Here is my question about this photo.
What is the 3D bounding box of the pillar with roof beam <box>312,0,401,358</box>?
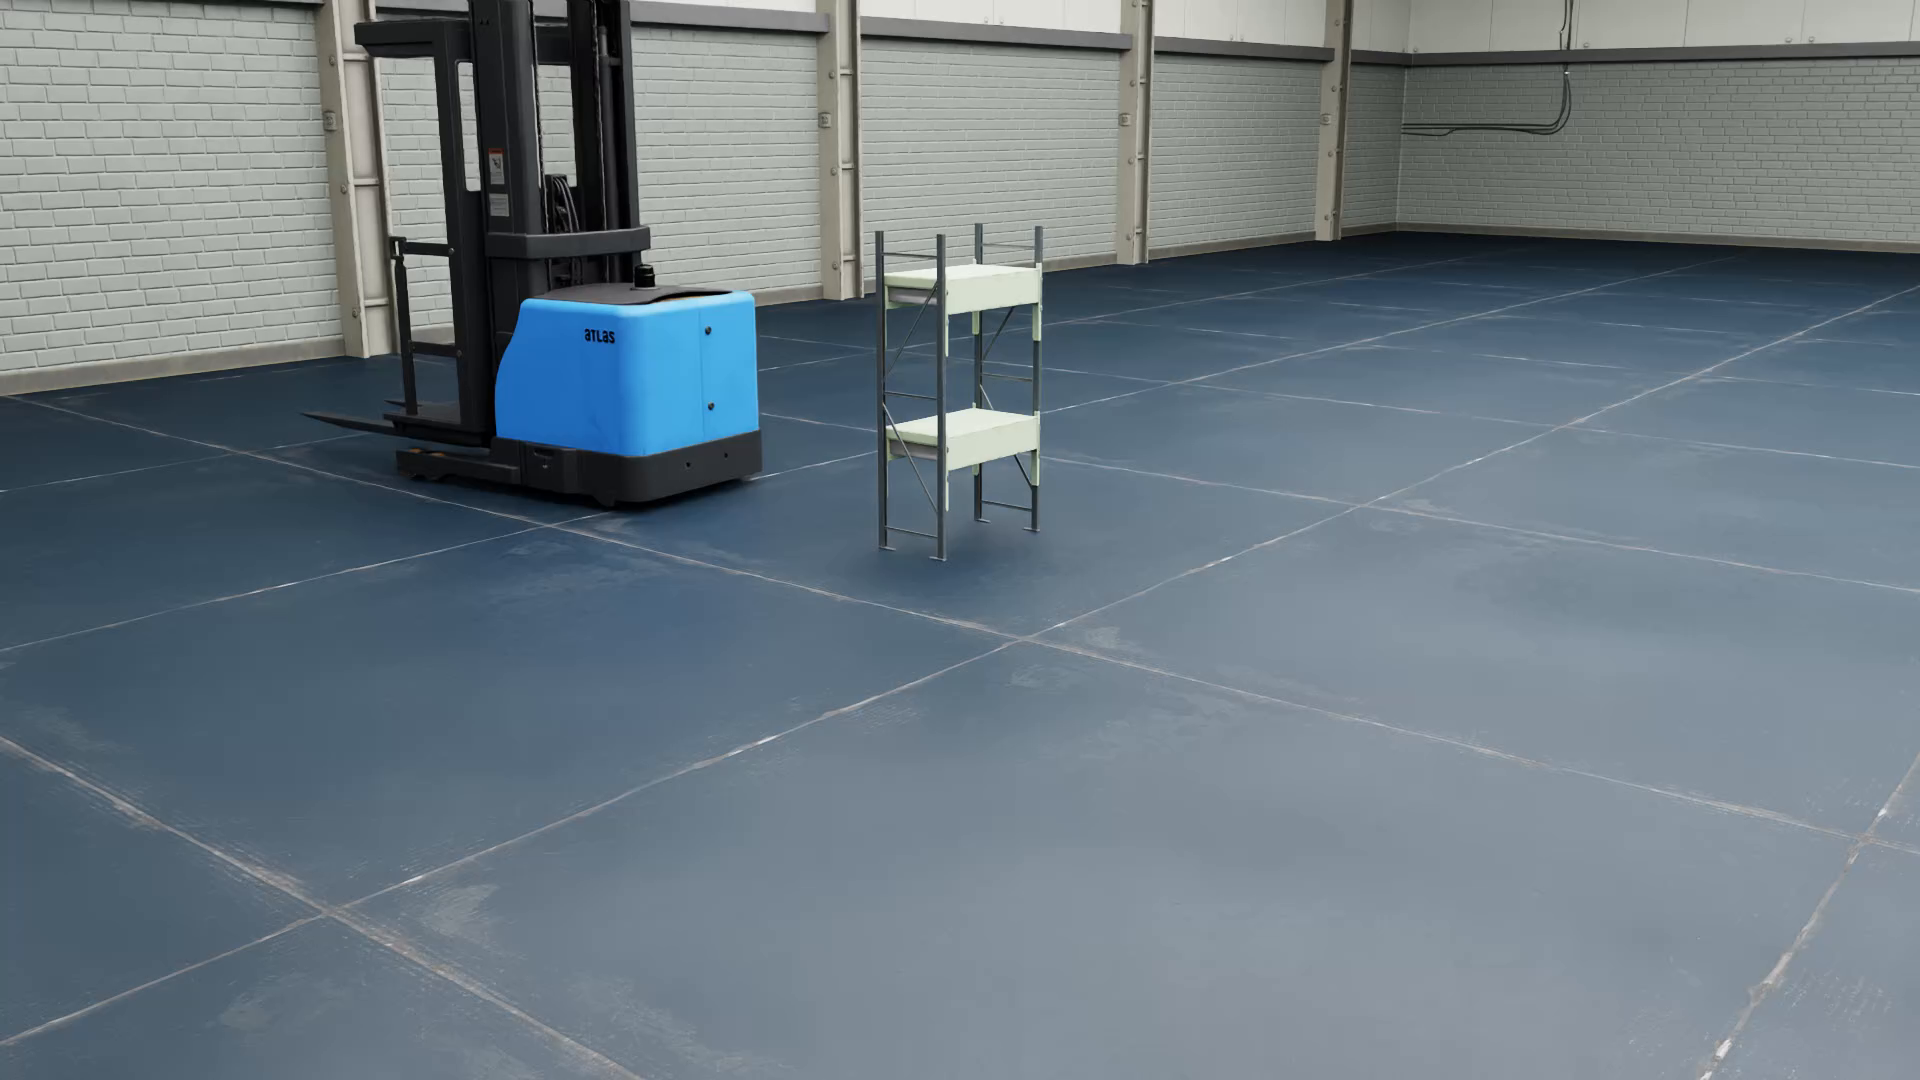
[{"bbox_3d":[-1.763,-5.318,10.781,9.100,9.000,0.400,11,18,38],"label":"pillar with roof beam"}]

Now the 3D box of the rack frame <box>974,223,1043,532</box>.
[{"bbox_3d":[0.234,-0.798,8.219,0.400,1.500,0.023,11,18,38],"label":"rack frame"}]

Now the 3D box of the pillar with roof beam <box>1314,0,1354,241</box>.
[{"bbox_3d":[9.550,-8.765,24.351,9.100,9.000,0.400,11,18,38],"label":"pillar with roof beam"}]

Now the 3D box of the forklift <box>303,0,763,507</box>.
[{"bbox_3d":[-2.623,-1.849,9.447,3.031,2.935,1.130,9,17,32],"label":"forklift"}]

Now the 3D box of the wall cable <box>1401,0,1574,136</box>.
[{"bbox_3d":[9.082,-8.286,28.771,3.097,2.526,0.112,11,18,38],"label":"wall cable"}]

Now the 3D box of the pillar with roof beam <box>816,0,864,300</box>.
[{"bbox_3d":[2.008,-6.467,15.305,9.100,9.000,0.400,11,18,38],"label":"pillar with roof beam"}]

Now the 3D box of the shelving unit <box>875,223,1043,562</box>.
[{"bbox_3d":[0.004,-0.728,7.943,0.431,1.500,0.755,11,18,38],"label":"shelving unit"}]

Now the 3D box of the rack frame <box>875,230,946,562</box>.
[{"bbox_3d":[-0.226,-0.658,7.667,0.400,1.500,0.023,11,18,38],"label":"rack frame"}]

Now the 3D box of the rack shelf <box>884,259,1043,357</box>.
[{"bbox_3d":[0.004,-1.106,7.847,0.431,0.370,0.720,11,18,38],"label":"rack shelf"}]

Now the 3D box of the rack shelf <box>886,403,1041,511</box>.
[{"bbox_3d":[0.004,-0.412,8.024,0.431,0.370,0.720,11,18,38],"label":"rack shelf"}]

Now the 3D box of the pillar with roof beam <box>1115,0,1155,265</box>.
[{"bbox_3d":[5.779,-7.616,19.828,9.100,9.000,0.400,11,18,38],"label":"pillar with roof beam"}]
